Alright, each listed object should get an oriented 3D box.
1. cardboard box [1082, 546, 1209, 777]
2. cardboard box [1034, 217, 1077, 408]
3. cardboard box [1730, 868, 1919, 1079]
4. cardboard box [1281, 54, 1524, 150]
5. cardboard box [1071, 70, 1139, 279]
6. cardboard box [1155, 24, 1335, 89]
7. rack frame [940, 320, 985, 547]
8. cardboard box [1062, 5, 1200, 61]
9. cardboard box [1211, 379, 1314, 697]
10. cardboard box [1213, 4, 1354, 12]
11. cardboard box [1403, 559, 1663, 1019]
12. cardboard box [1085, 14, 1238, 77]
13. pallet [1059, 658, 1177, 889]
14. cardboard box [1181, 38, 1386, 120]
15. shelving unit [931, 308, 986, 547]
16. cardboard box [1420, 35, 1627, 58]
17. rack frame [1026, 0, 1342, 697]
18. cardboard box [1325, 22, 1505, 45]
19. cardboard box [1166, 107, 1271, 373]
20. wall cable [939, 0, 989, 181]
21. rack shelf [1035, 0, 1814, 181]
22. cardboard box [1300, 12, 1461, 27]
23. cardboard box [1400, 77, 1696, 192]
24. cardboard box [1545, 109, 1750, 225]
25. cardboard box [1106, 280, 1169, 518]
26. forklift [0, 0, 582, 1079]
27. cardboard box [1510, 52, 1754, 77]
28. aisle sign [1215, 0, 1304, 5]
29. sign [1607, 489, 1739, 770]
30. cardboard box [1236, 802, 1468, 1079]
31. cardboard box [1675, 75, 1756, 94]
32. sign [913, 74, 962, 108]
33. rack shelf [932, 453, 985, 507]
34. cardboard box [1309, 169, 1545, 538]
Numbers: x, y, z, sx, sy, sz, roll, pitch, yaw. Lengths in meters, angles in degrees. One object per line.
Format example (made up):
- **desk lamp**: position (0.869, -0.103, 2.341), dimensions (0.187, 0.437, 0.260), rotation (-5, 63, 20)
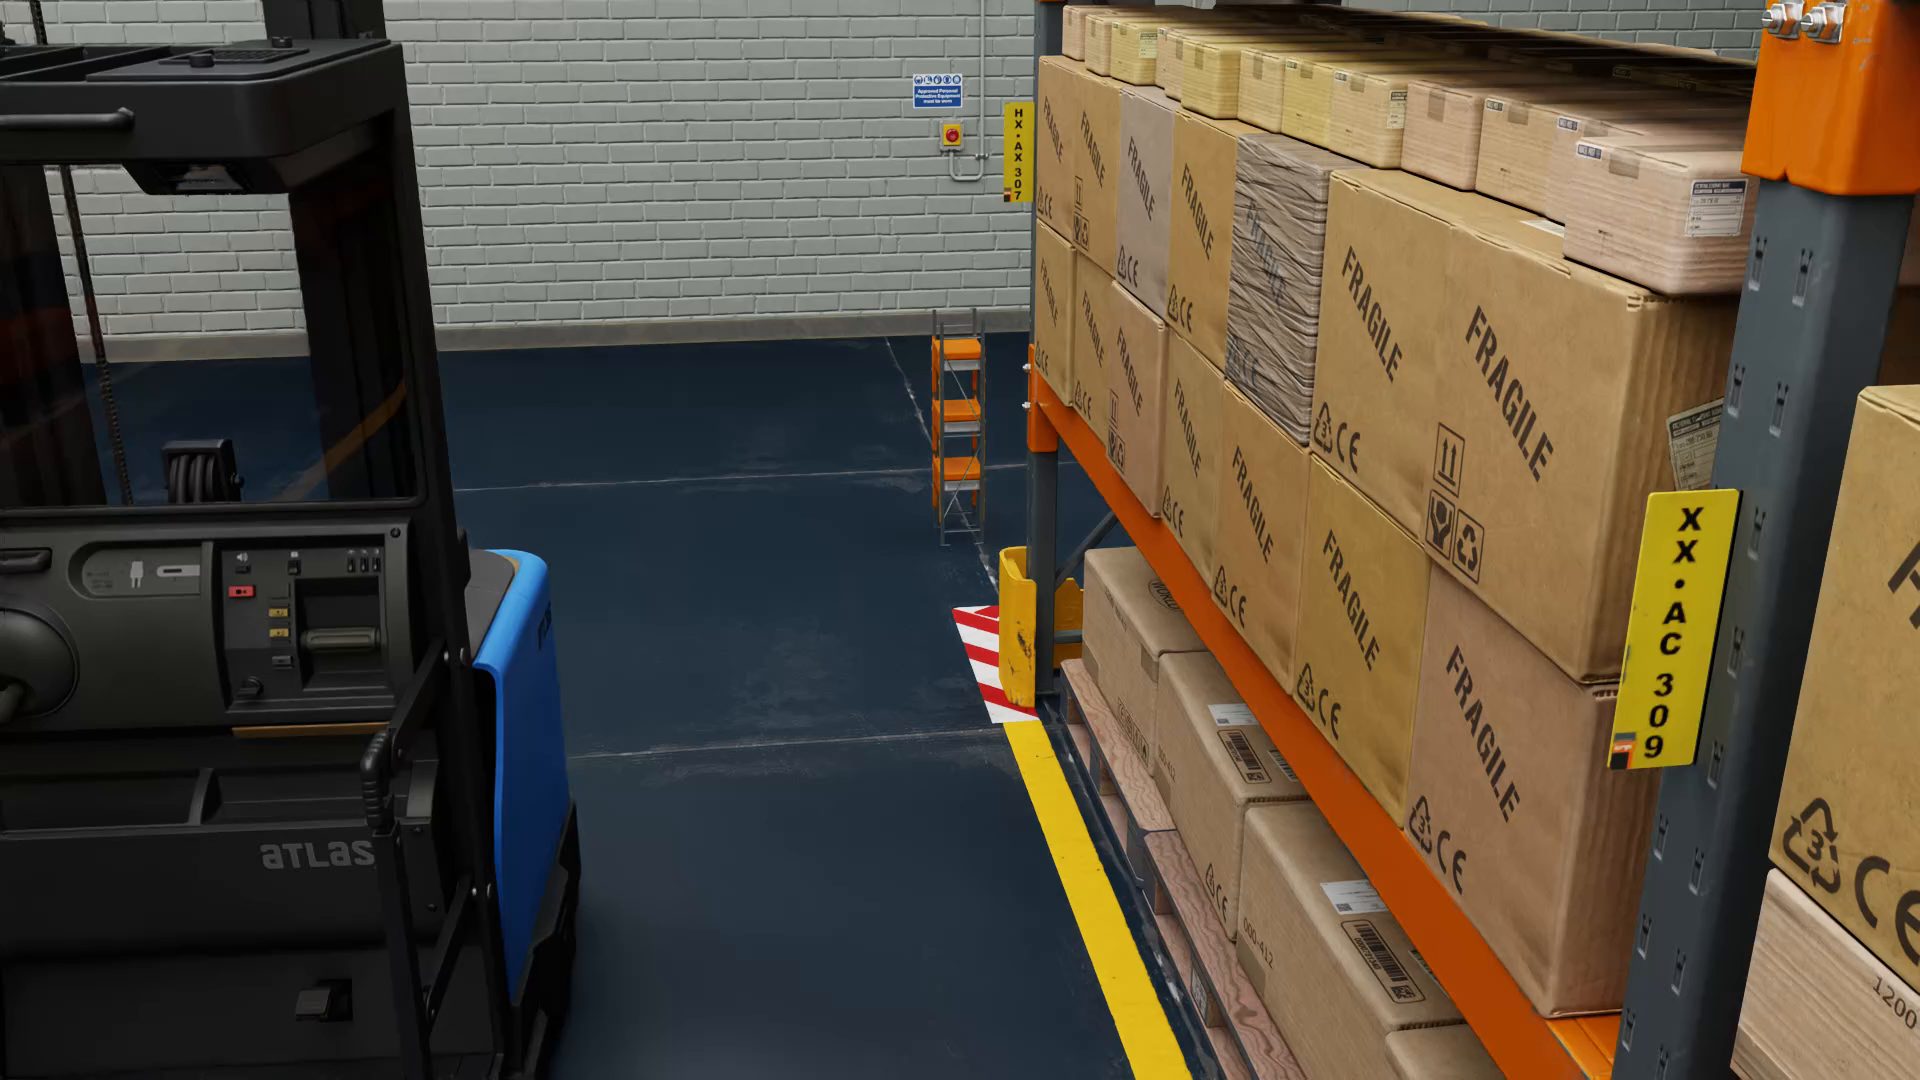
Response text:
- **cardboard box**: position (0.939, 0.358, 5.533), dimensions (0.875, 0.438, 0.875), rotation (-4, 21, -10)
- **cardboard box**: position (0.530, -0.736, 5.256), dimensions (0.500, 0.500, 0.500), rotation (-3, 21, -8)
- **cardboard box**: position (1.106, 0.518, 1.542), dimensions (0.500, 0.250, 0.500), rotation (-4, 21, -9)
- **cardboard box**: position (0.841, -0.840, 3.179), dimensions (0.380, 0.149, 0.250), rotation (-3, 21, -9)
- **cardboard box**: position (0.614, -1.026, 4.603), dimensions (0.500, 0.500, 0.500), rotation (-3, 21, -9)
- **cardboard box**: position (0.701, -1.190, 4.117), dimensions (0.380, 0.149, 0.250), rotation (-3, 21, -7)
- **rack frame**: position (0.010, -0.468, 7.469), dimensions (0.200, 1.050, 0.008), rotation (-3, 21, -8)
- **cardboard box**: position (0.523, -1.552, 5.085), dimensions (0.380, 0.149, 0.250), rotation (-2, 21, -7)
- **cardboard box**: position (0.835, -0.030, 3.367), dimensions (0.500, 0.500, 0.500), rotation (-3, 21, -9)
- **cardboard box**: position (0.995, -1.574, 5.145), dimensions (0.380, 0.149, 0.250), rotation (-3, 21, -7)
- **cardboard box**: position (1.002, 0.321, 2.427), dimensions (0.500, 0.500, 0.500), rotation (-3, 21, -7)
- **cardboard box**: position (0.555, -1.369, 4.595), dimensions (0.380, 0.149, 0.250), rotation (-2, 21, -6)
- **pallet**: position (0.938, 0.710, 5.514), dimensions (1.003, 0.211, 1.213), rotation (-3, 21, -8)
- **cardboard box**: position (0.704, -1.013, 3.641), dimensions (0.380, 0.149, 0.250), rotation (-3, 21, -9)
- **shelving unit**: position (-0.008, -0.510, 7.582), dimensions (0.215, 1.050, 0.252), rotation (-3, 21, -8)
- **cardboard box**: position (1.253, -1.044, 3.724), dimensions (0.380, 0.149, 0.250), rotation (-2, 21, -6)
- **rack frame**: position (0.745, -0.869, 5.757), dimensions (1.000, 3.000, 0.127), rotation (-3, 21, -8)
- **cardboard box**: position (1.139, -1.219, 4.194), dimensions (0.380, 0.149, 0.250), rotation (-3, 21, -8)
- **cardboard box**: position (0.769, -0.675, 3.665), dimensions (0.500, 0.500, 0.500), rotation (-3, 21, -8)
- **wall cable**: position (-0.091, -3.311, 10.798), dimensions (0.585, 1.953, 0.123), rotation (-3, 21, -8)
- **rack shelf**: position (1.034, -1.245, 3.504), dimensions (1.077, 0.370, 4.000), rotation (-3, 21, -8)
- **cardboard box**: position (1.176, -1.403, 4.685), dimensions (0.380, 0.149, 0.250), rotation (-3, 21, -8)
- **cardboard box**: position (0.951, -0.665, 2.709), dimensions (0.380, 0.149, 0.250), rotation (-3, 21, -8)
- **cardboard box**: position (1.032, -0.491, 2.245), dimensions (0.380, 0.149, 0.250), rotation (-2, 21, -6)
- **cardboard box**: position (0.686, -0.385, 4.317), dimensions (0.500, 0.500, 0.500), rotation (-3, 21, -8)
- **forklift**: position (-1.526, 0.179, 3.047), dimensions (1.130, 2.935, 3.031), rotation (-2, 21, -4)
- **cardboard box**: position (1.299, -0.866, 3.248), dimensions (0.380, 0.149, 0.250), rotation (-3, 21, -8)
- **aisle sign**: position (1.042, -2.128, 5.411), dimensions (0.394, 0.787, 0.004), rotation (-3, 21, -8)
- **sign**: position (0.773, 0.101, 1.807), dimensions (0.100, 0.325, 0.005), rotation (-3, 21, -8)
- **cardboard box**: position (1.208, 0.986, 3.850), dimensions (0.875, 0.438, 0.875), rotation (-4, 21, -9)
- **cardboard box**: position (1.427, -0.689, 2.776), dimensions (0.380, 0.149, 0.250), rotation (-3, 21, -8)
- **sign**: position (-0.147, -2.966, 10.984), dimensions (0.327, 0.218, 0.001), rotation (-3, 21, -8)
- **rack shelf**: position (-0.008, -0.240, 7.683), dimensions (0.215, 0.259, 0.240), rotation (-3, 21, -8)
- **cardboard box**: position (0.915, -0.325, 2.728), dimensions (0.500, 0.500, 0.500), rotation (-3, 21, -9)
